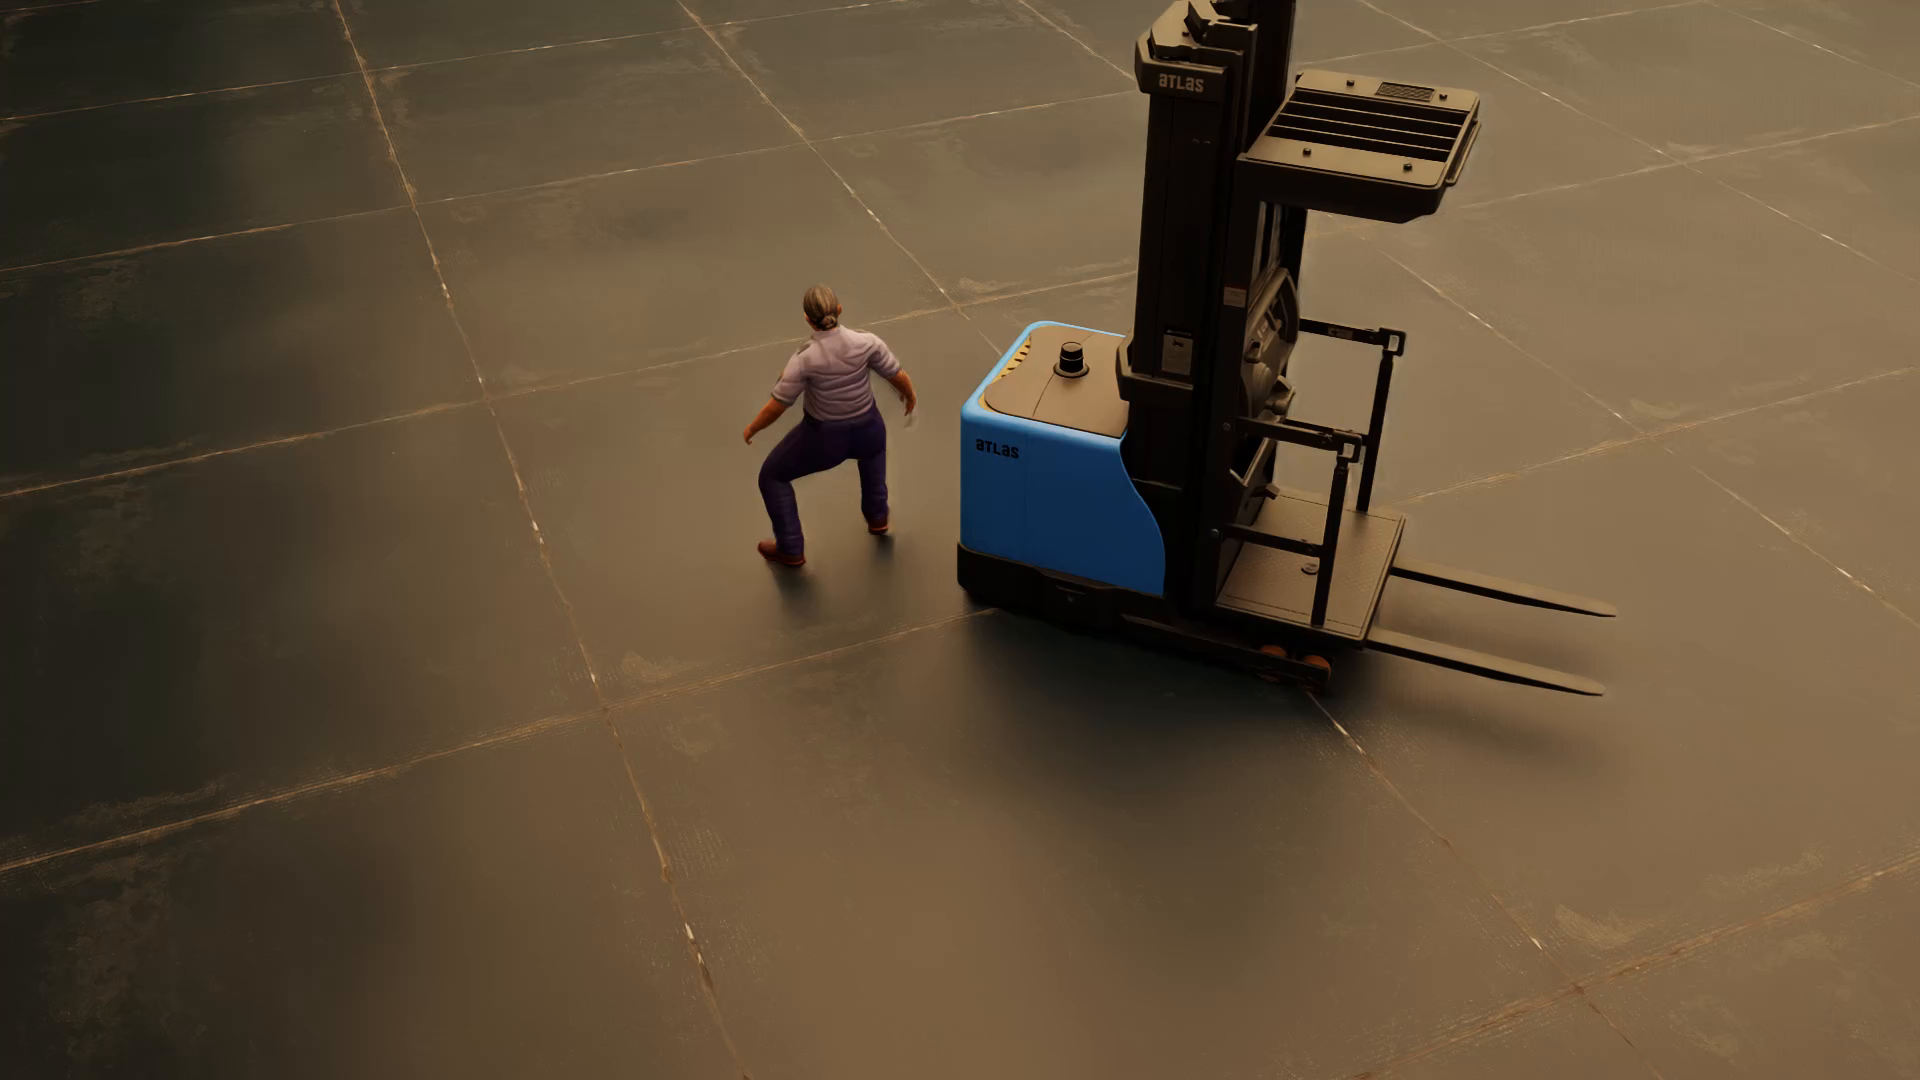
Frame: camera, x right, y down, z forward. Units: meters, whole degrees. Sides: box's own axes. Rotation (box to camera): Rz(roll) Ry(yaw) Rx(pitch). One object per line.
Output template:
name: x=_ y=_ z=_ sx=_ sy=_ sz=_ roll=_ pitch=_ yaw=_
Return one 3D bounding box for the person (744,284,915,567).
person: x=-0.633 y=-0.595 z=8.147 sx=0.868 sy=1.545 sz=0.492 roll=-12 pitch=37 yaw=-17

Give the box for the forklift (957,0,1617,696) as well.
forklift: x=1.554 y=-0.850 z=7.294 sx=3.031 sy=2.935 sz=1.130 roll=14 pitch=38 yaw=18
